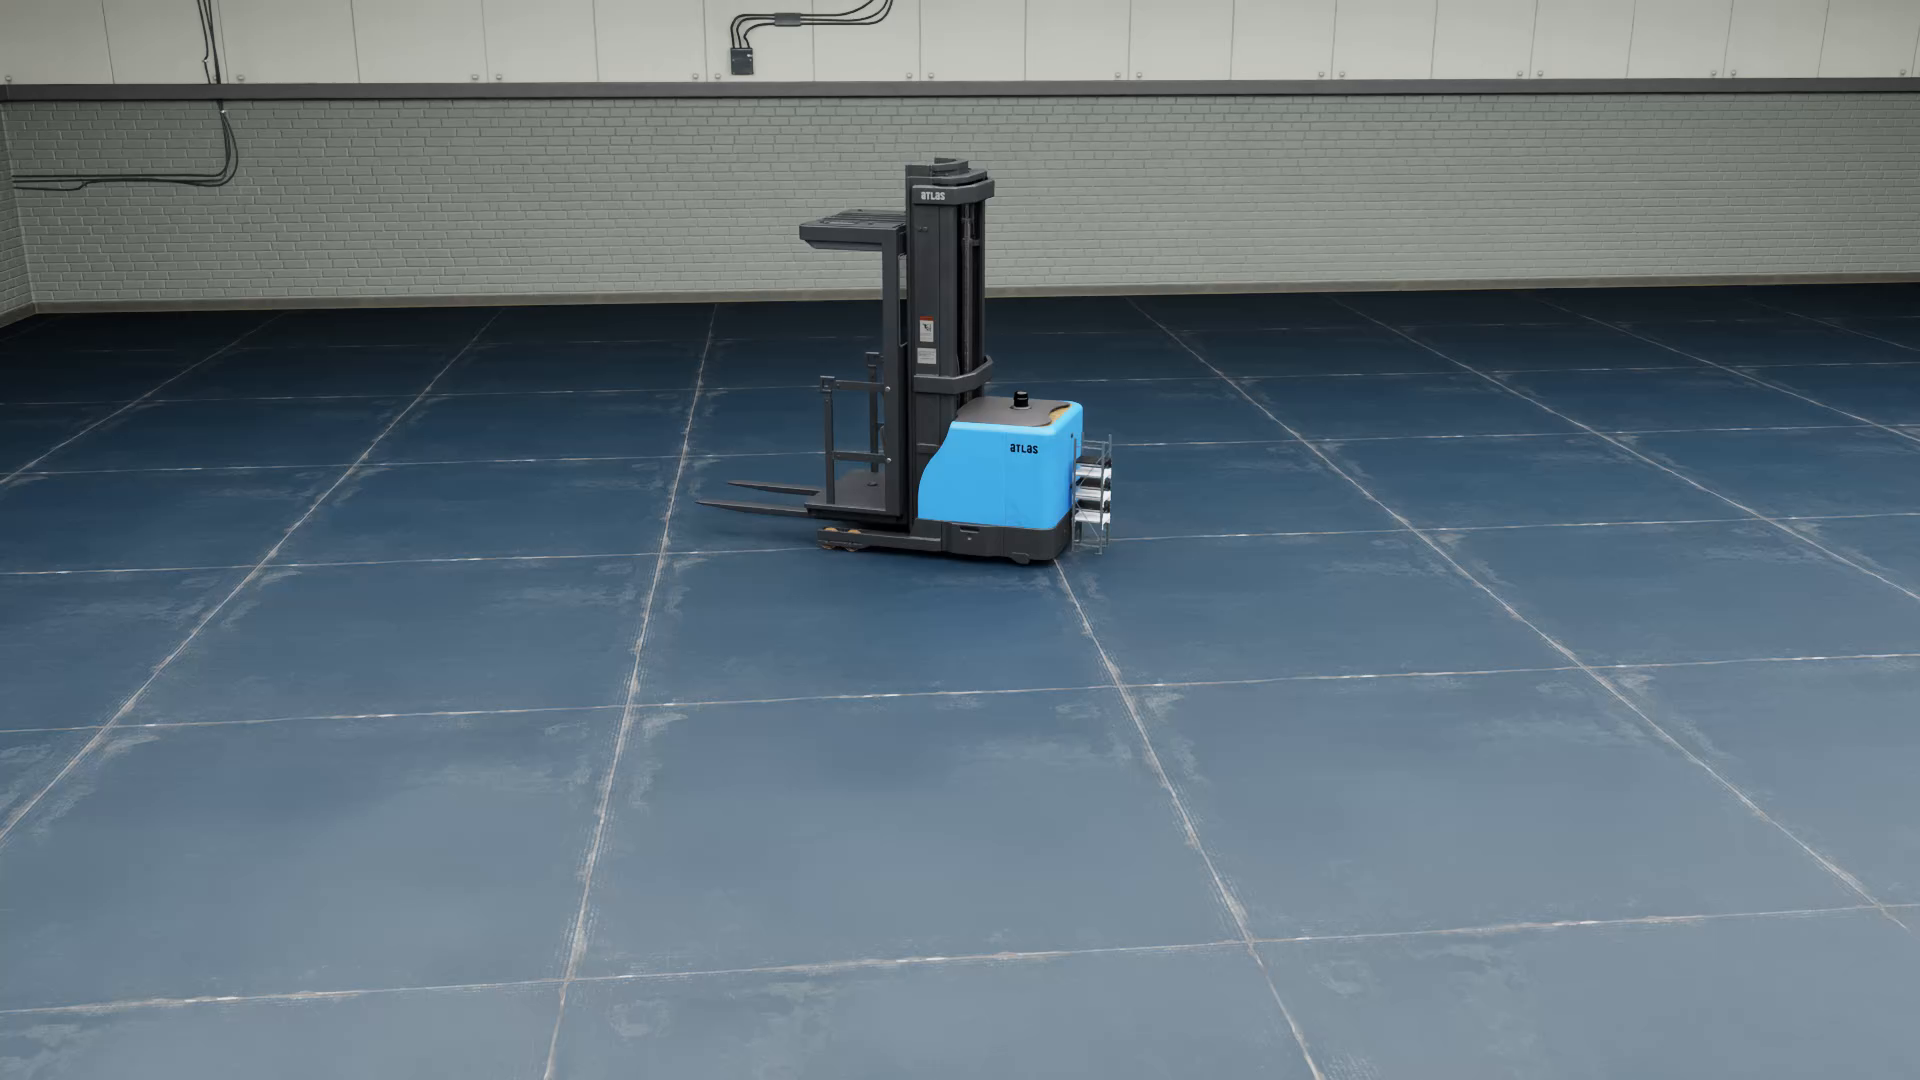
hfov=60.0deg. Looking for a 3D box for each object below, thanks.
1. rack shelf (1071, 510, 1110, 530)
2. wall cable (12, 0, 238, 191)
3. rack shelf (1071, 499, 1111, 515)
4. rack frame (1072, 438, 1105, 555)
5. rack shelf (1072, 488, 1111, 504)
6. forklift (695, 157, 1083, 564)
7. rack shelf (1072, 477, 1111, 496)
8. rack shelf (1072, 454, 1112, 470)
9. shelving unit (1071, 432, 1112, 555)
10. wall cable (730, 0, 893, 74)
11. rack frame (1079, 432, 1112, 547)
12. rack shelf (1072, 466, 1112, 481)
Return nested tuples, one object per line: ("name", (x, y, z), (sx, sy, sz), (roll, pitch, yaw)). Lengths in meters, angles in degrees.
("rack shelf", (1.014, -0.155, 12.879), (0.258, 0.077, 0.200), (6, 18, 19))
("wall cable", (-11.492, -6.020, 22.512), (3.097, 2.526, 0.112), (-2, 18, -6))
("rack shelf", (1.014, -0.241, 12.853), (0.258, 0.077, 0.200), (6, 18, 19))
("rack frame", (0.979, -0.330, 12.724), (0.240, 0.900, 0.006), (6, 18, 19))
("rack shelf", (1.014, -0.326, 12.826), (0.258, 0.077, 0.200), (6, 18, 19))
("forklift", (-0.601, -1.454, 12.917), (3.031, 2.935, 1.130), (5, 18, 16))
("rack shelf", (1.014, -0.412, 12.799), (0.258, 0.077, 0.200), (6, 18, 19))
("rack shelf", (1.014, -0.584, 12.745), (0.258, 0.077, 0.200), (6, 18, 19))
("shelving unit", (1.014, -0.358, 12.816), (0.258, 0.900, 0.210), (6, 18, 19))
("wall cable", (-2.048, -9.412, 22.457), (2.305, 6.003, 0.169), (-2, 18, -6))
("rack frame", (1.048, -0.387, 12.907), (0.240, 0.900, 0.006), (6, 18, 19))
("rack shelf", (1.014, -0.498, 12.772), (0.258, 0.077, 0.200), (6, 18, 19))
